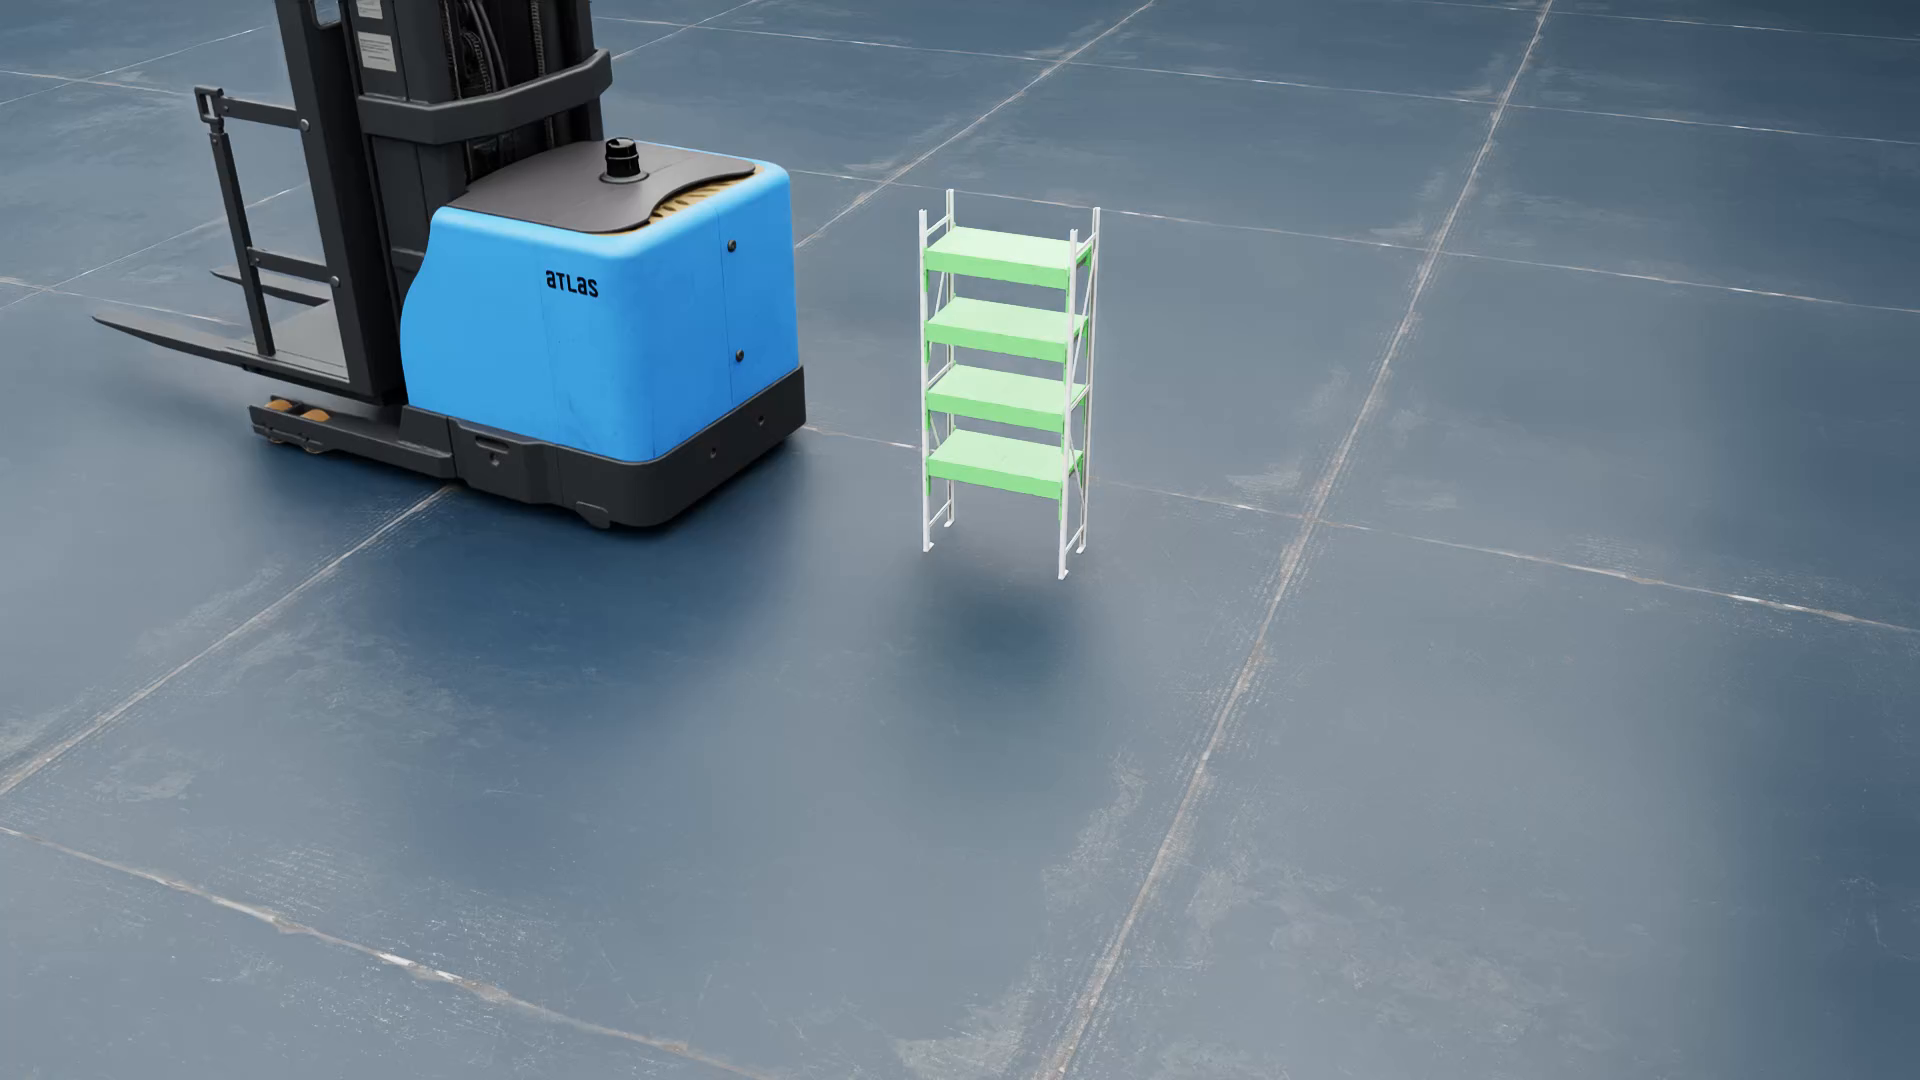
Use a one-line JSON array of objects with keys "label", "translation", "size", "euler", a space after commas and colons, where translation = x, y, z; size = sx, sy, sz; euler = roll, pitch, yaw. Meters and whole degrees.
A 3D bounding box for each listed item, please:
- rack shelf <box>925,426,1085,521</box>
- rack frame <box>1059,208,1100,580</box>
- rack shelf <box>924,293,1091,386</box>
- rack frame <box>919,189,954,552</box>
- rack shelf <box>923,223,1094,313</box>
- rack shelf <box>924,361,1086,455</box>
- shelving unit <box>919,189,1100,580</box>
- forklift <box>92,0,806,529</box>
[{"label": "rack shelf", "translation": [0.153, -0.227, 5.550], "size": [0.480, 0.148, 0.258], "euler": [11, 31, 19]}, {"label": "rack frame", "translation": [0.379, -0.447, 5.321], "size": [0.015, 1.200, 0.240], "euler": [11, 31, 19]}, {"label": "rack shelf", "translation": [0.153, -0.645, 5.314], "size": [0.480, 0.148, 0.258], "euler": [11, 31, 19]}, {"label": "rack frame", "translation": [-0.073, -0.537, 5.480], "size": [0.015, 1.200, 0.240], "euler": [11, 31, 19]}, {"label": "rack shelf", "translation": [0.153, -0.854, 5.196], "size": [0.480, 0.148, 0.258], "euler": [11, 31, 19]}, {"label": "rack shelf", "translation": [0.153, -0.436, 5.432], "size": [0.480, 0.148, 0.258], "euler": [11, 31, 19]}, {"label": "shelving unit", "translation": [0.153, -0.492, 5.401], "size": [0.503, 1.200, 0.258], "euler": [11, 31, 19]}, {"label": "forklift", "translation": [-2.141, -1.816, 5.984], "size": [3.031, 2.935, 1.130], "euler": [15, 33, 24]}]
